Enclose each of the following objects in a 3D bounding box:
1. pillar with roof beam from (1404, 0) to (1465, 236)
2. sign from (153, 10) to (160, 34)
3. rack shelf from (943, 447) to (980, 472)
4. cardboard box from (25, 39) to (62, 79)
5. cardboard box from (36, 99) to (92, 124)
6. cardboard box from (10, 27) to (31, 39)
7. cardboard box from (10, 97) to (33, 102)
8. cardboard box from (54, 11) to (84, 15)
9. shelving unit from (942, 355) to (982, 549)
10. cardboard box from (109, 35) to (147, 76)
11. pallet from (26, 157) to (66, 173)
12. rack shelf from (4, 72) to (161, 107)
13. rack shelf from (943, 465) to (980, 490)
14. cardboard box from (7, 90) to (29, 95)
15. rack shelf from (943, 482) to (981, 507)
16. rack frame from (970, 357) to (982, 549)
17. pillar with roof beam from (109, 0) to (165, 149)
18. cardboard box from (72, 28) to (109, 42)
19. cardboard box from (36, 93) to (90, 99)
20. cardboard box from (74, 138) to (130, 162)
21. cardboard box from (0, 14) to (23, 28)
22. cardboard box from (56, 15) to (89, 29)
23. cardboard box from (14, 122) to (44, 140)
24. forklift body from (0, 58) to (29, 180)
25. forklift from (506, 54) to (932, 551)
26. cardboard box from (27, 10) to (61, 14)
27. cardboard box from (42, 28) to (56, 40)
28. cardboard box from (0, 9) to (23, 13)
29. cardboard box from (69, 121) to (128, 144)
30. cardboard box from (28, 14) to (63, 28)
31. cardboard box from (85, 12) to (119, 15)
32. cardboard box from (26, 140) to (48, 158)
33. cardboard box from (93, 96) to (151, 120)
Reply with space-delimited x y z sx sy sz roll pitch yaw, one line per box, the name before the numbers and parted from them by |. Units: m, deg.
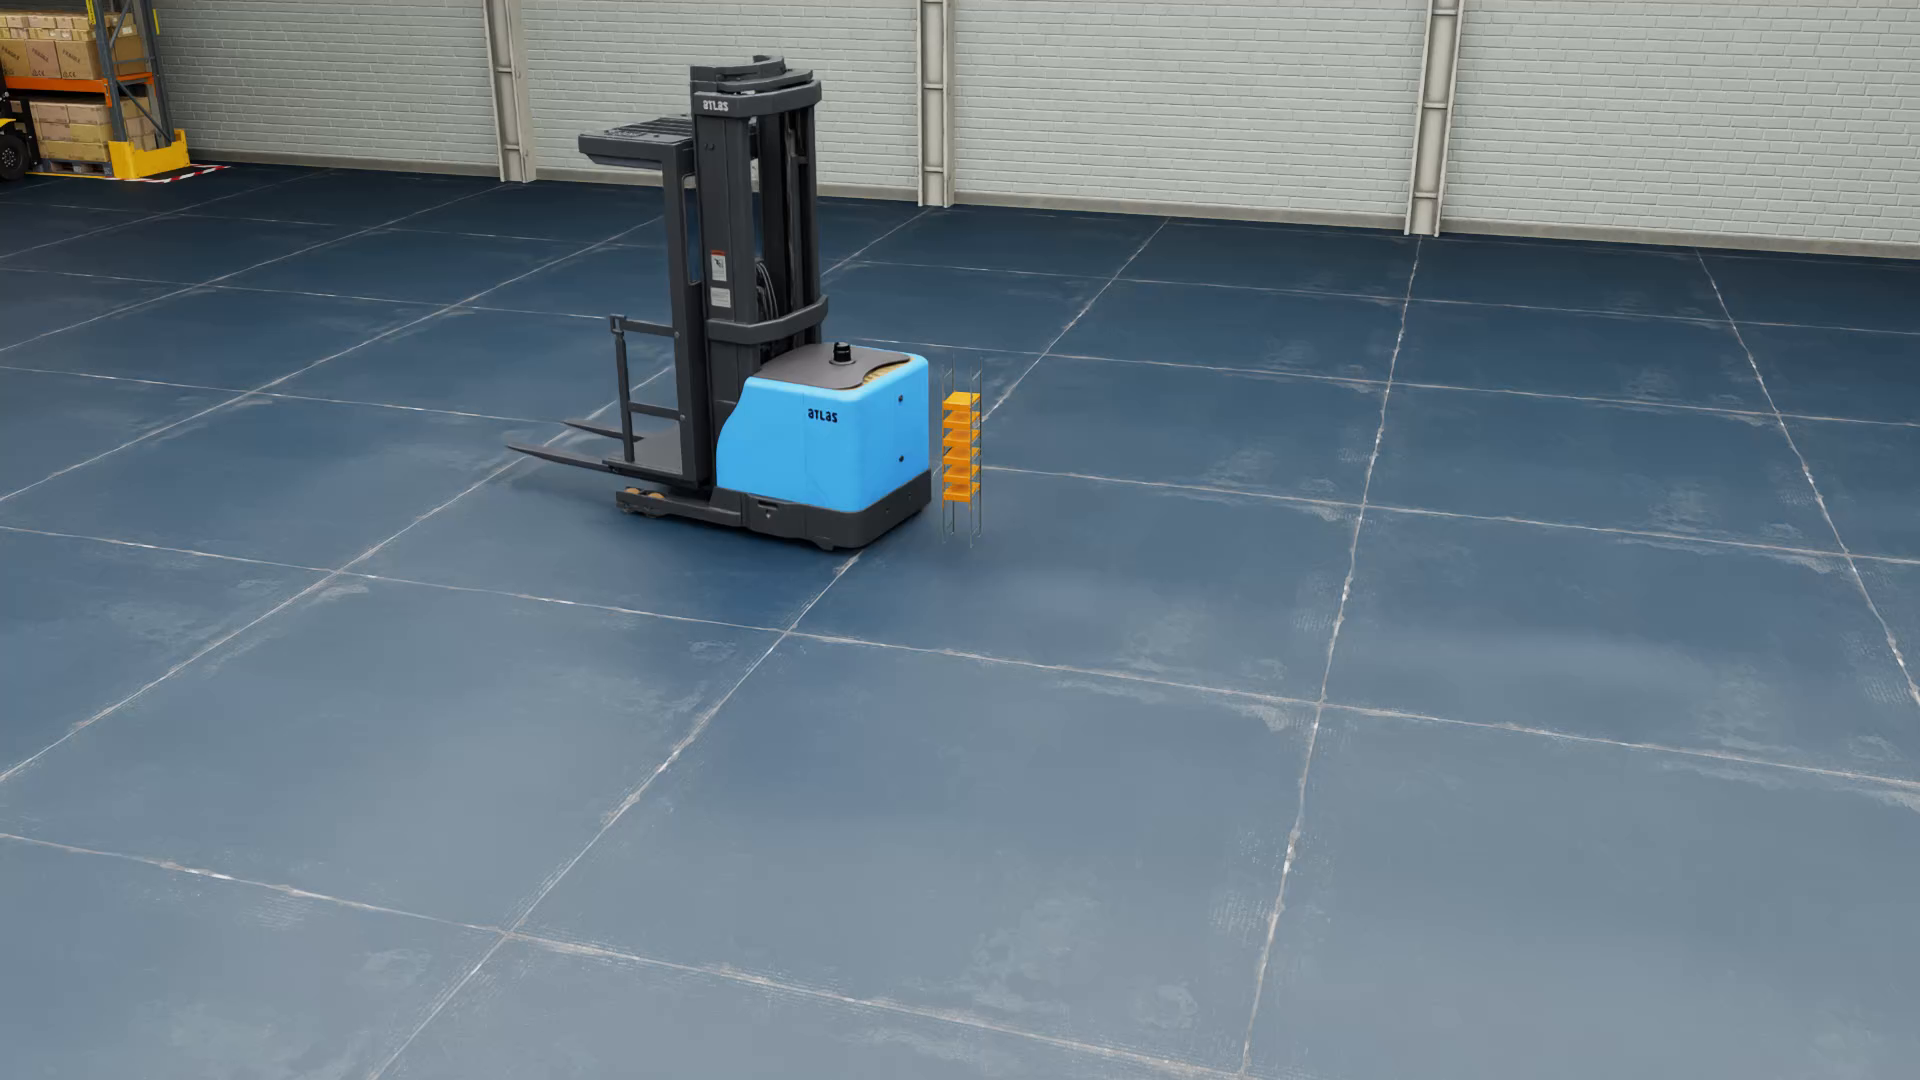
pillar with roof beam | 4.199 -6.219 14.075 0.400 9.000 9.100 7 23 16
sign | -11.218 -7.216 23.163 0.005 0.325 0.100 7 23 16
rack shelf | 0.014 -0.512 10.555 0.180 0.103 0.258 7 23 16
cardboard box | -12.425 -6.642 22.879 0.500 0.500 0.500 7 23 17
cardboard box | -12.405 -5.953 23.083 0.500 0.250 0.500 7 23 16
cardboard box | -12.784 -6.971 22.826 0.250 0.149 0.380 6 23 14
cardboard box | -13.374 -6.063 23.351 0.500 0.250 0.500 6 23 14
cardboard box | -12.374 -7.273 23.170 0.250 0.149 0.380 7 23 16
shelving unit | 0.014 -0.554 10.538 0.189 1.200 0.258 7 23 16
cardboard box | -11.778 -6.779 23.212 0.500 0.500 0.500 7 23 17
pallet | -13.292 -5.490 23.877 1.213 0.211 1.003 7 23 15
rack shelf | -13.298 -6.464 23.523 4.000 0.370 1.077 7 23 16
rack shelf | 0.014 -0.401 10.601 0.180 0.103 0.258 7 23 16
cardboard box | -13.716 -6.307 23.944 0.500 0.250 0.500 7 23 16
rack shelf | 0.014 -0.290 10.646 0.180 0.103 0.258 7 23 16
rack frame | 0.101 -0.543 10.514 0.006 1.200 0.240 7 23 16
pillar with roof beam | -13.033 -8.193 18.885 0.400 9.000 9.100 7 23 16
cardboard box | -11.796 -6.860 22.555 0.250 0.149 0.380 7 23 16
cardboard box | -12.744 -6.196 23.674 0.500 0.250 0.500 6 23 15
cardboard box | -11.925 -5.436 23.140 0.500 0.250 0.500 7 23 16
cardboard box | -13.038 -7.128 22.815 0.250 0.149 0.380 7 23 17
cardboard box | -12.033 -7.040 22.601 0.250 0.149 0.380 7 23 16
cardboard box | -12.917 -5.778 23.316 0.500 0.250 0.500 6 23 14
forklift body | -13.726 -5.730 21.904 1.214 2.155 2.313 7 23 16
forklift | -1.739 -1.667 10.972 3.031 2.935 1.130 11 25 25
cardboard box | -12.856 -7.357 23.376 0.250 0.149 0.380 6 23 14
cardboard box | -12.280 -6.928 22.720 0.250 0.149 0.380 7 23 17
cardboard box | -13.370 -7.383 23.439 0.250 0.149 0.380 7 23 17
cardboard box | -11.940 -5.671 23.053 0.500 0.250 0.500 6 23 15
cardboard box | -12.508 -7.113 22.780 0.250 0.149 0.380 7 23 16
cardboard box | -11.880 -7.228 23.059 0.250 0.149 0.380 7 23 17
cardboard box | -12.874 -5.552 23.423 0.500 0.250 0.500 7 23 16
cardboard box | -11.789 -6.084 23.401 0.500 0.250 0.500 6 23 15
